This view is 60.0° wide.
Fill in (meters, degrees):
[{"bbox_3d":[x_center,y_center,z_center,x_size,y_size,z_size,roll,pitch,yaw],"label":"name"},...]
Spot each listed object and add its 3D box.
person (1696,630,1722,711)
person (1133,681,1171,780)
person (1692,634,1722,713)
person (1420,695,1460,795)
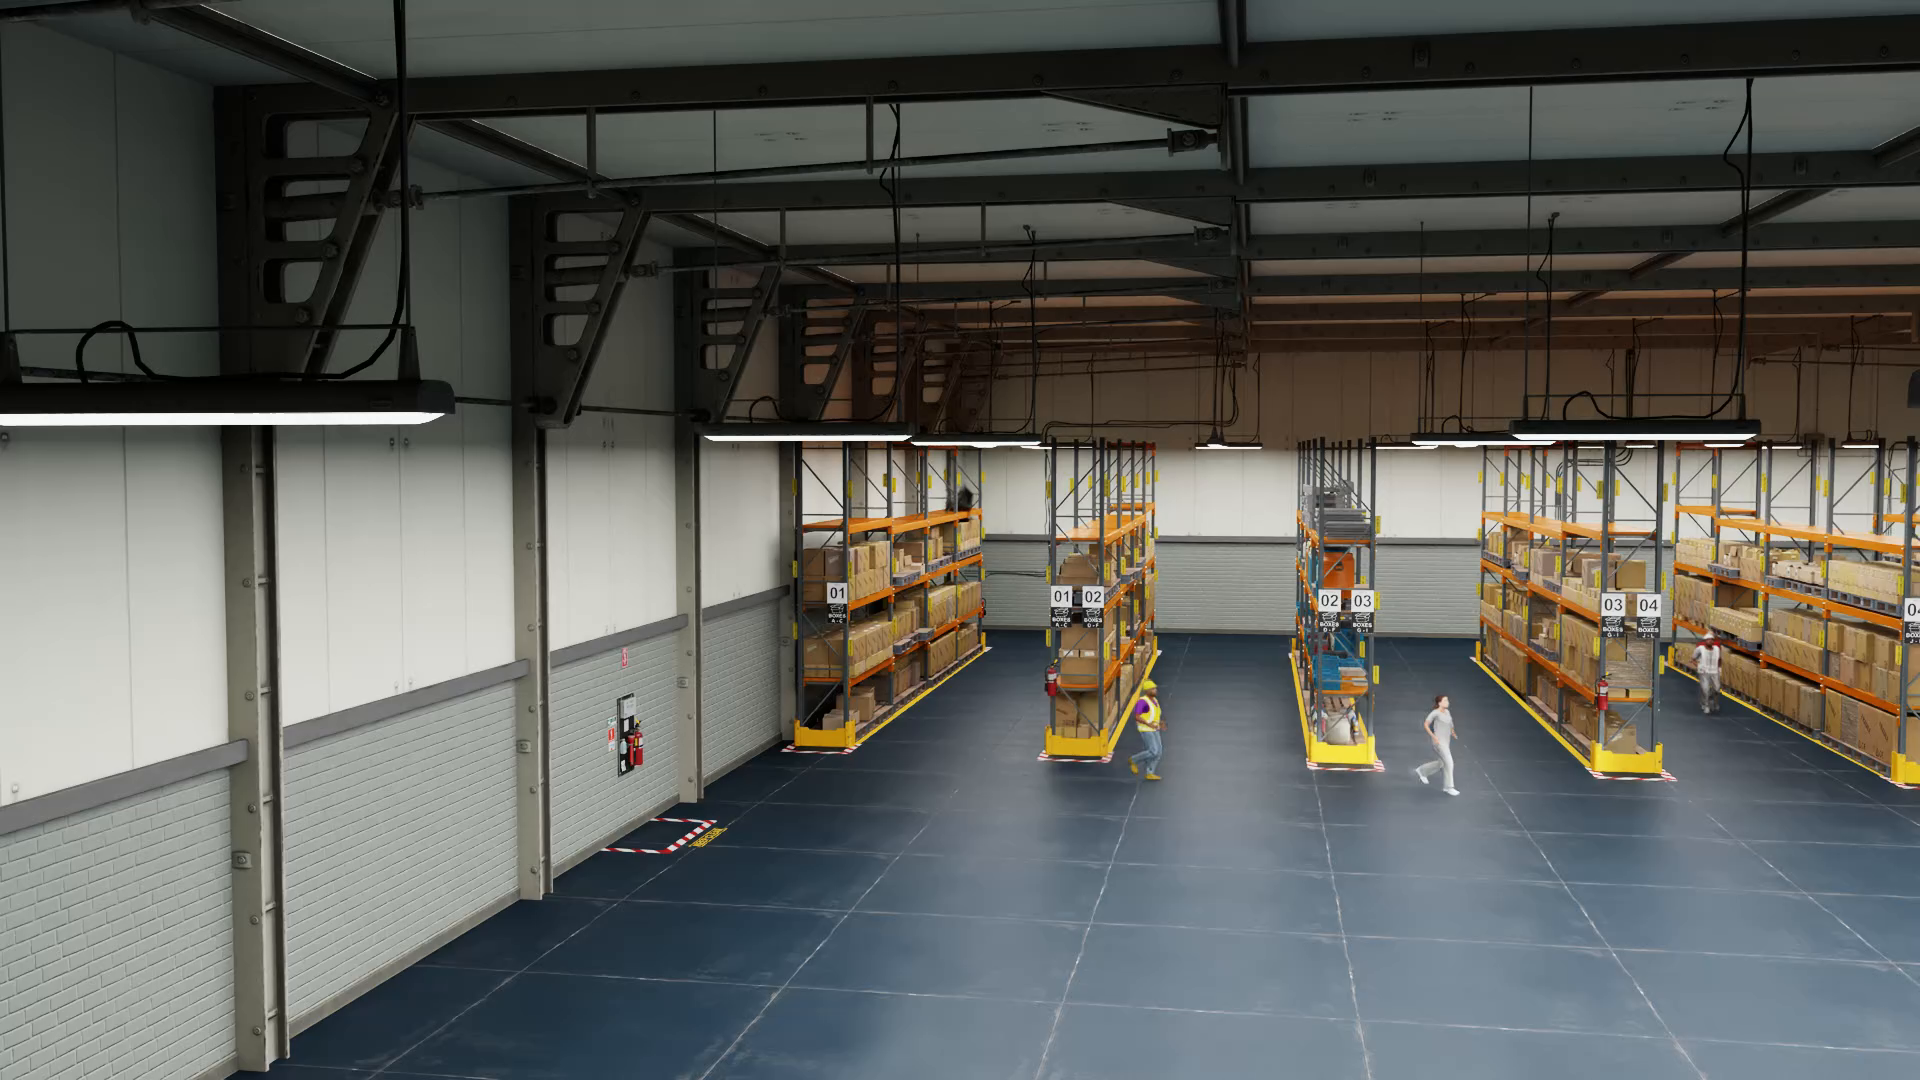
[{"bbox_3d":[16.740,2.903,37.178,0.643,1.785,0.820,0,3,8],"label":"person"},{"bbox_3d":[3.339,3.321,29.042,0.576,1.721,0.682,2,4,32],"label":"person"},{"bbox_3d":[16.361,2.919,36.319,0.680,1.740,0.573,0,3,7],"label":"person"},{"bbox_3d":[8.090,3.426,28.025,0.582,1.656,0.789,-3,4,-45],"label":"person"}]
